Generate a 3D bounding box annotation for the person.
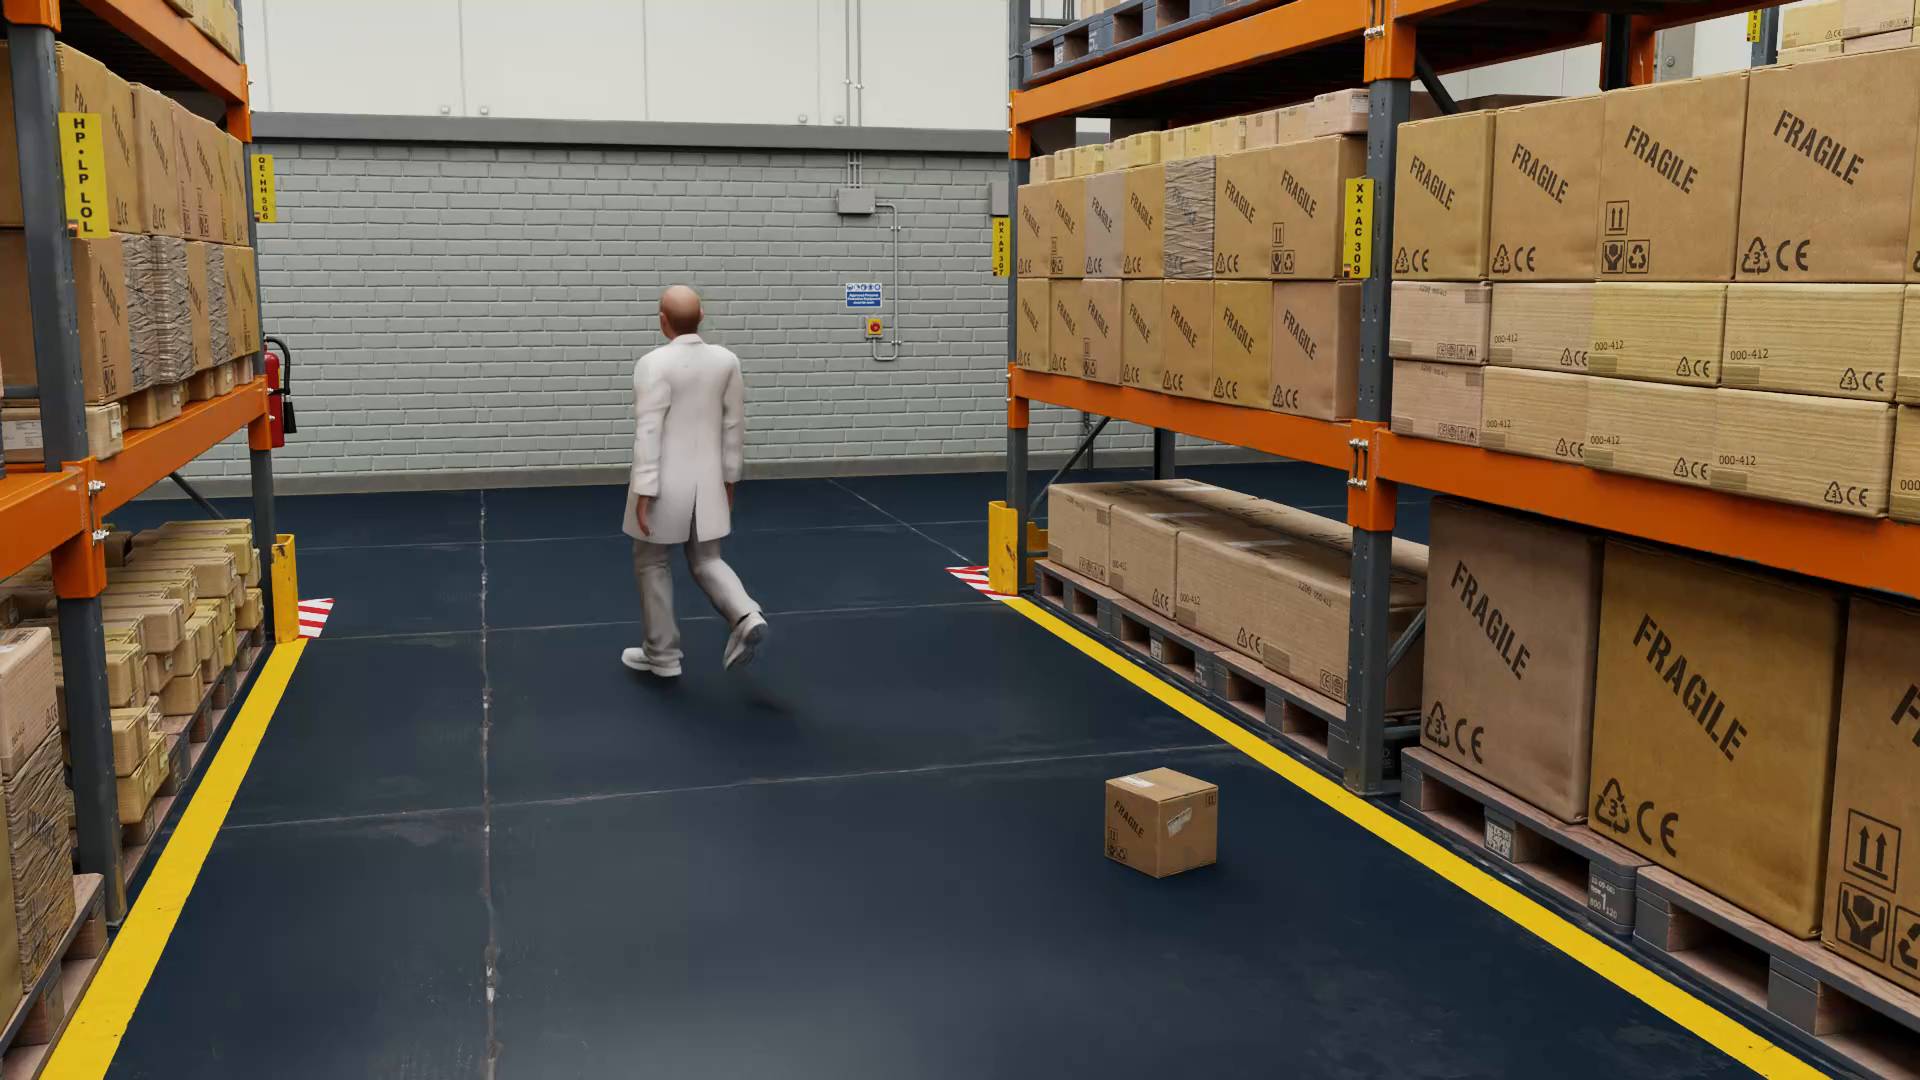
[{"bbox_3d":[-1.194,-0.242,7.353,0.590,1.749,0.890,-8,12,-41],"label":"person"}]
